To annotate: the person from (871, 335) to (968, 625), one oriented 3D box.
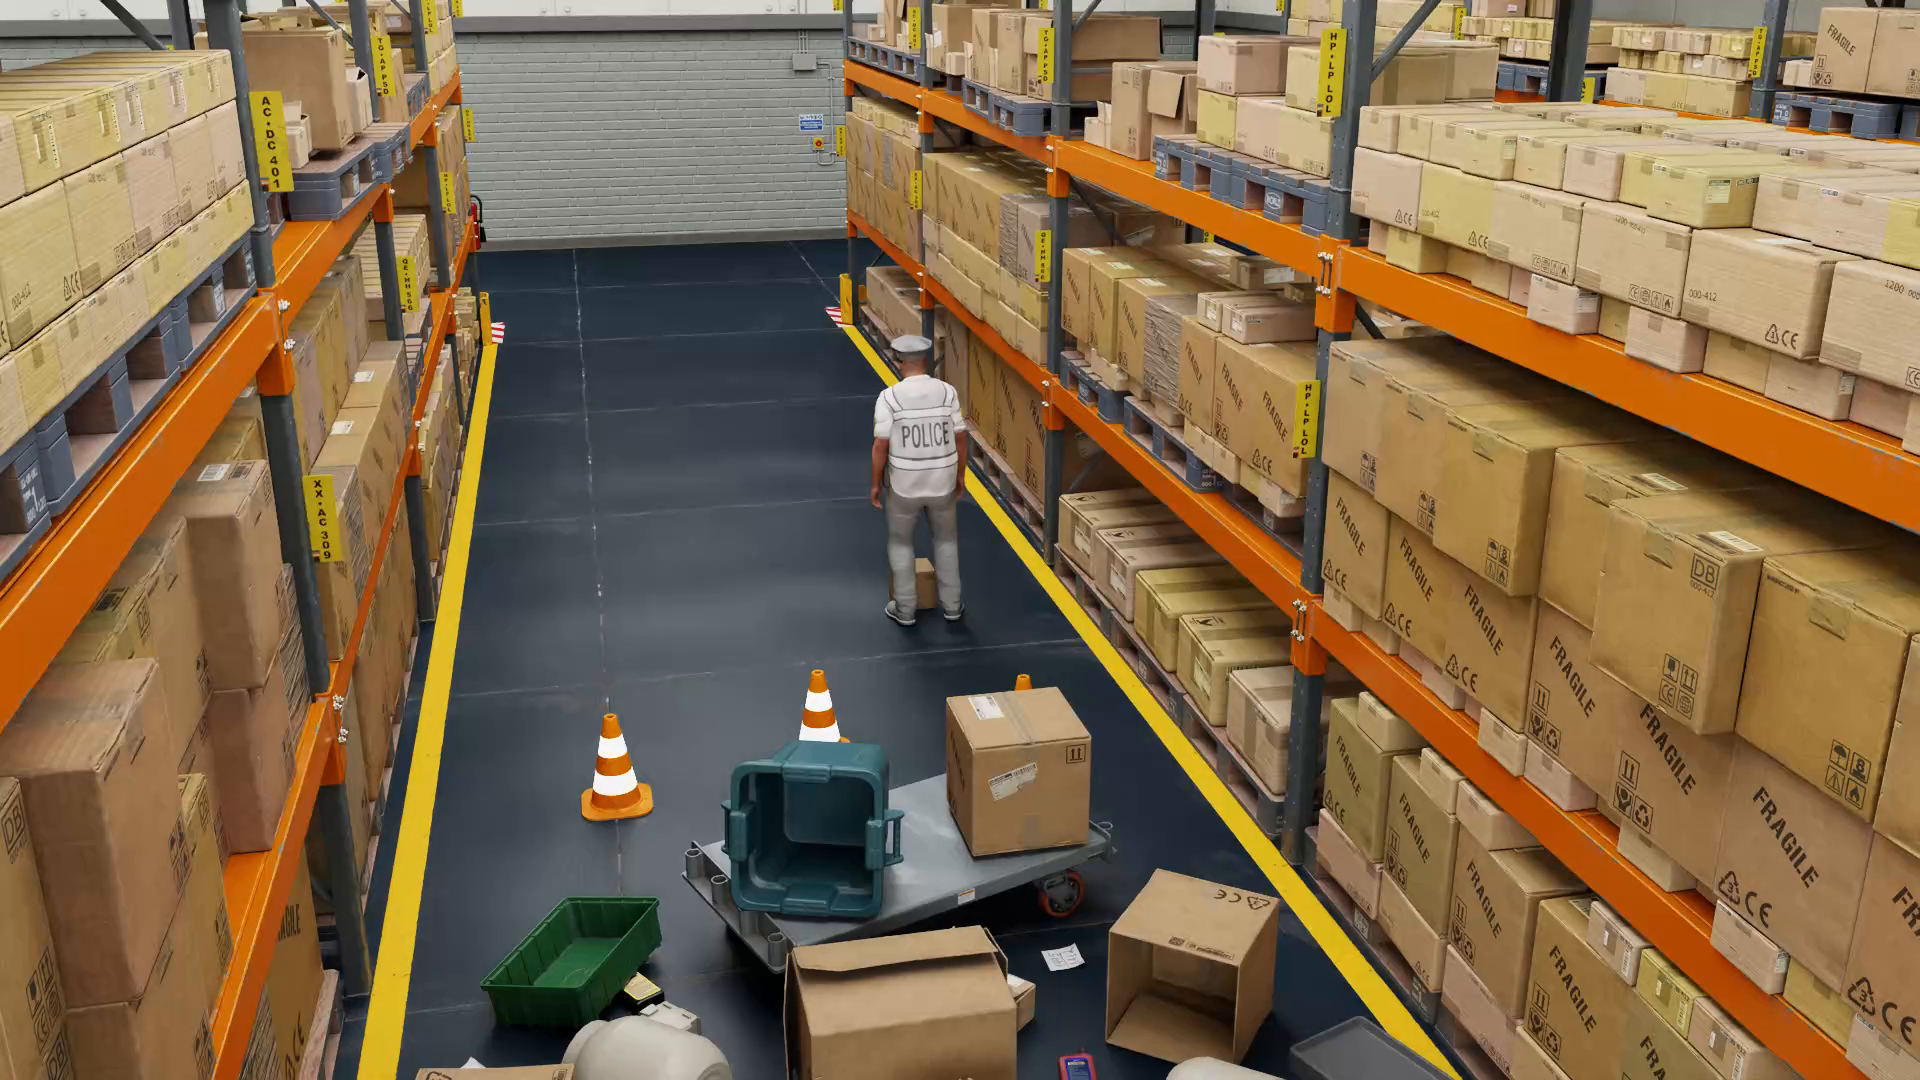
[{"bbox_3d":[-0.238,-0.338,10.014,0.599,1.748,0.431,-5,20,-14],"label":"person"}]
